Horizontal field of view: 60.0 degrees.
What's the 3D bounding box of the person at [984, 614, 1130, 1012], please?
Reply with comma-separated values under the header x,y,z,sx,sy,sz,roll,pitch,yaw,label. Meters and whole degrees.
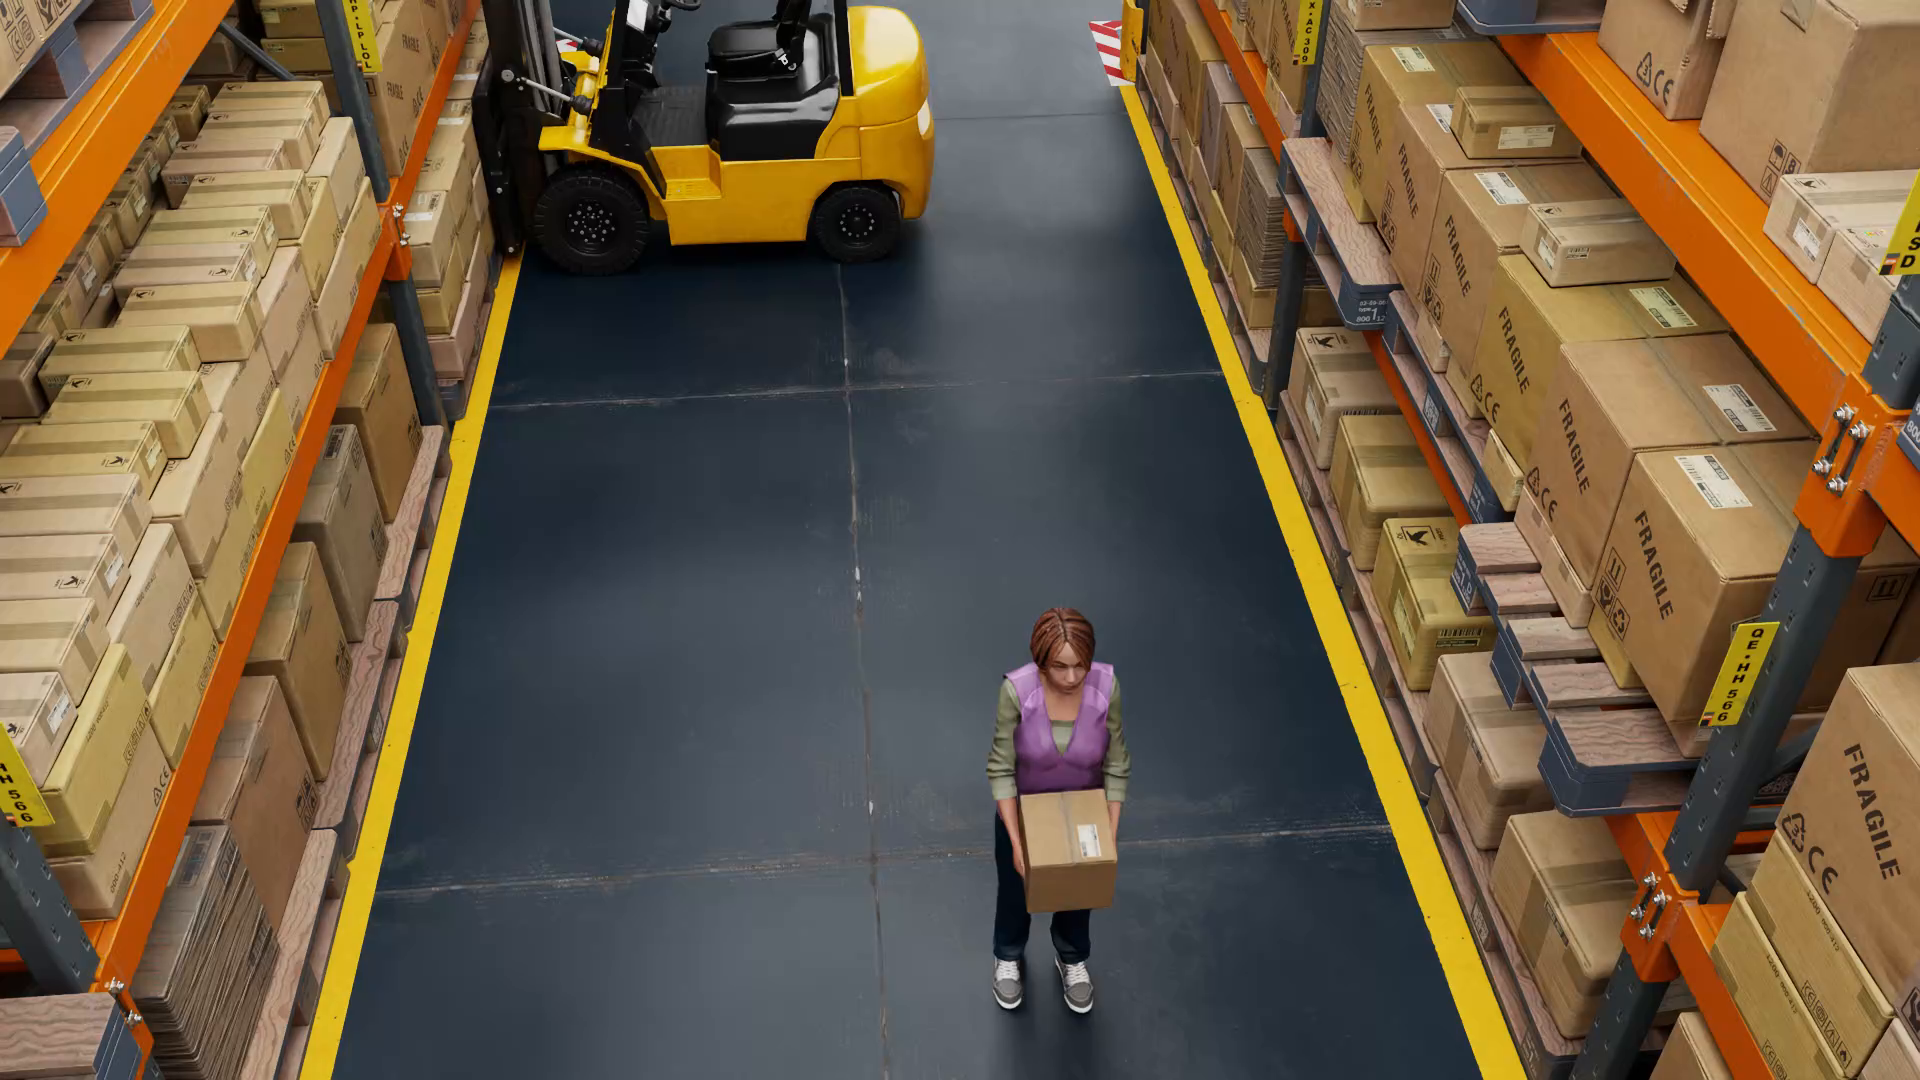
x,y,z,sx,sy,sz,roll,pitch,yaw,label
0.294,0.853,5.127,0.445,1.602,0.371,-4,40,-5,person
